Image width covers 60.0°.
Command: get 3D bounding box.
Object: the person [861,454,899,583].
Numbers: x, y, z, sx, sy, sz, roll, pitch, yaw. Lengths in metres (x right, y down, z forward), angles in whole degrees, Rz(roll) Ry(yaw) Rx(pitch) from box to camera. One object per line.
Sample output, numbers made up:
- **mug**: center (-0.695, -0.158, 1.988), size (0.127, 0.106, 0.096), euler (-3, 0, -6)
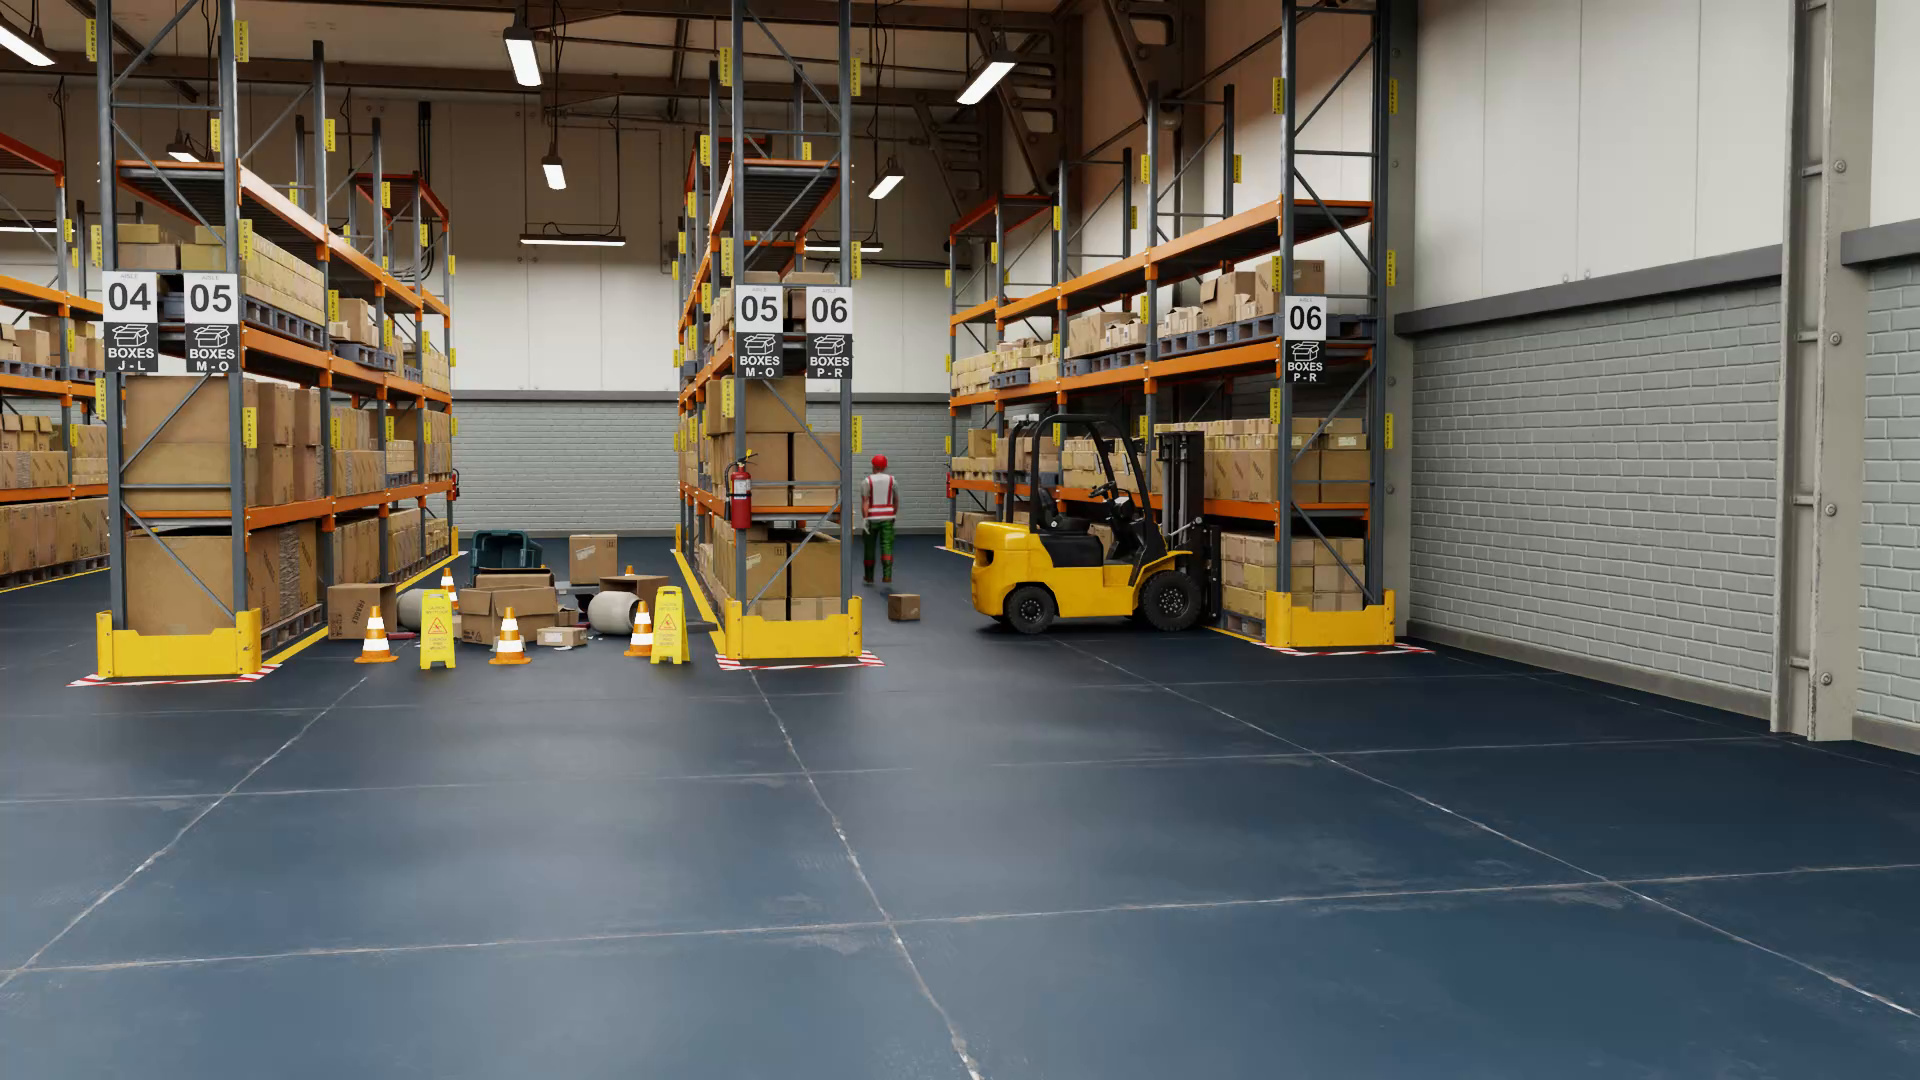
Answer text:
- **person**: center (-1.082, -0.278, 22.225), size (0.527, 1.741, 1.045), euler (0, 3, -9)
